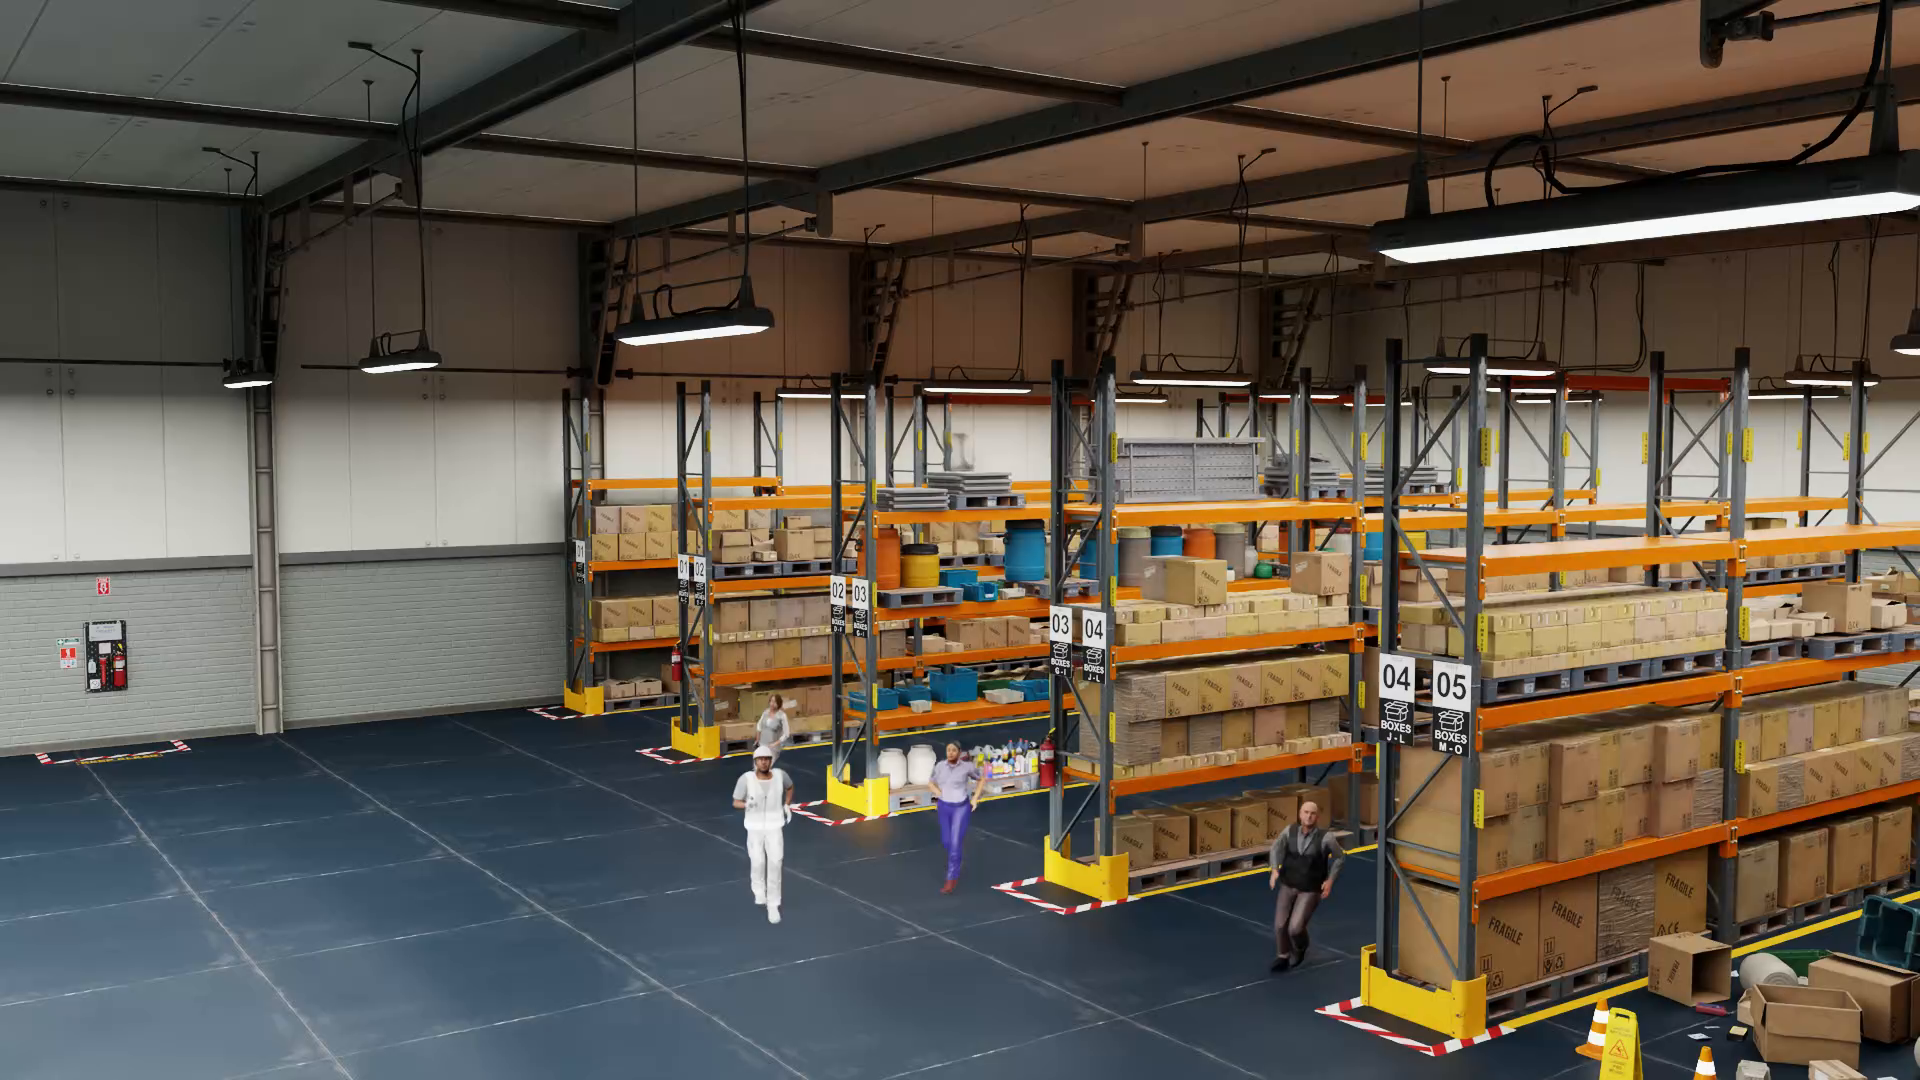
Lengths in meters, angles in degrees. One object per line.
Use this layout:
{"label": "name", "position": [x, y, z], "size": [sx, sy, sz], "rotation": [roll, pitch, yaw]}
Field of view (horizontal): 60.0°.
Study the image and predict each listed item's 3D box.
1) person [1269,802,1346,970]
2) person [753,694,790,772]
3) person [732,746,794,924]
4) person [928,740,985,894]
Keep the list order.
{"label": "person", "position": [3.251, 3.319, 15.815], "size": [0.714, 1.664, 0.519], "rotation": [2, 4, 32]}
{"label": "person", "position": [-2.661, 2.917, 23.221], "size": [0.569, 1.511, 0.478], "rotation": [1, 4, 19]}
{"label": "person", "position": [-2.106, 3.117, 17.842], "size": [0.664, 1.836, 0.775], "rotation": [-1, 4, -8]}
{"label": "person", "position": [-0.073, 3.107, 18.971], "size": [0.615, 1.671, 0.838], "rotation": [2, 4, 24]}
